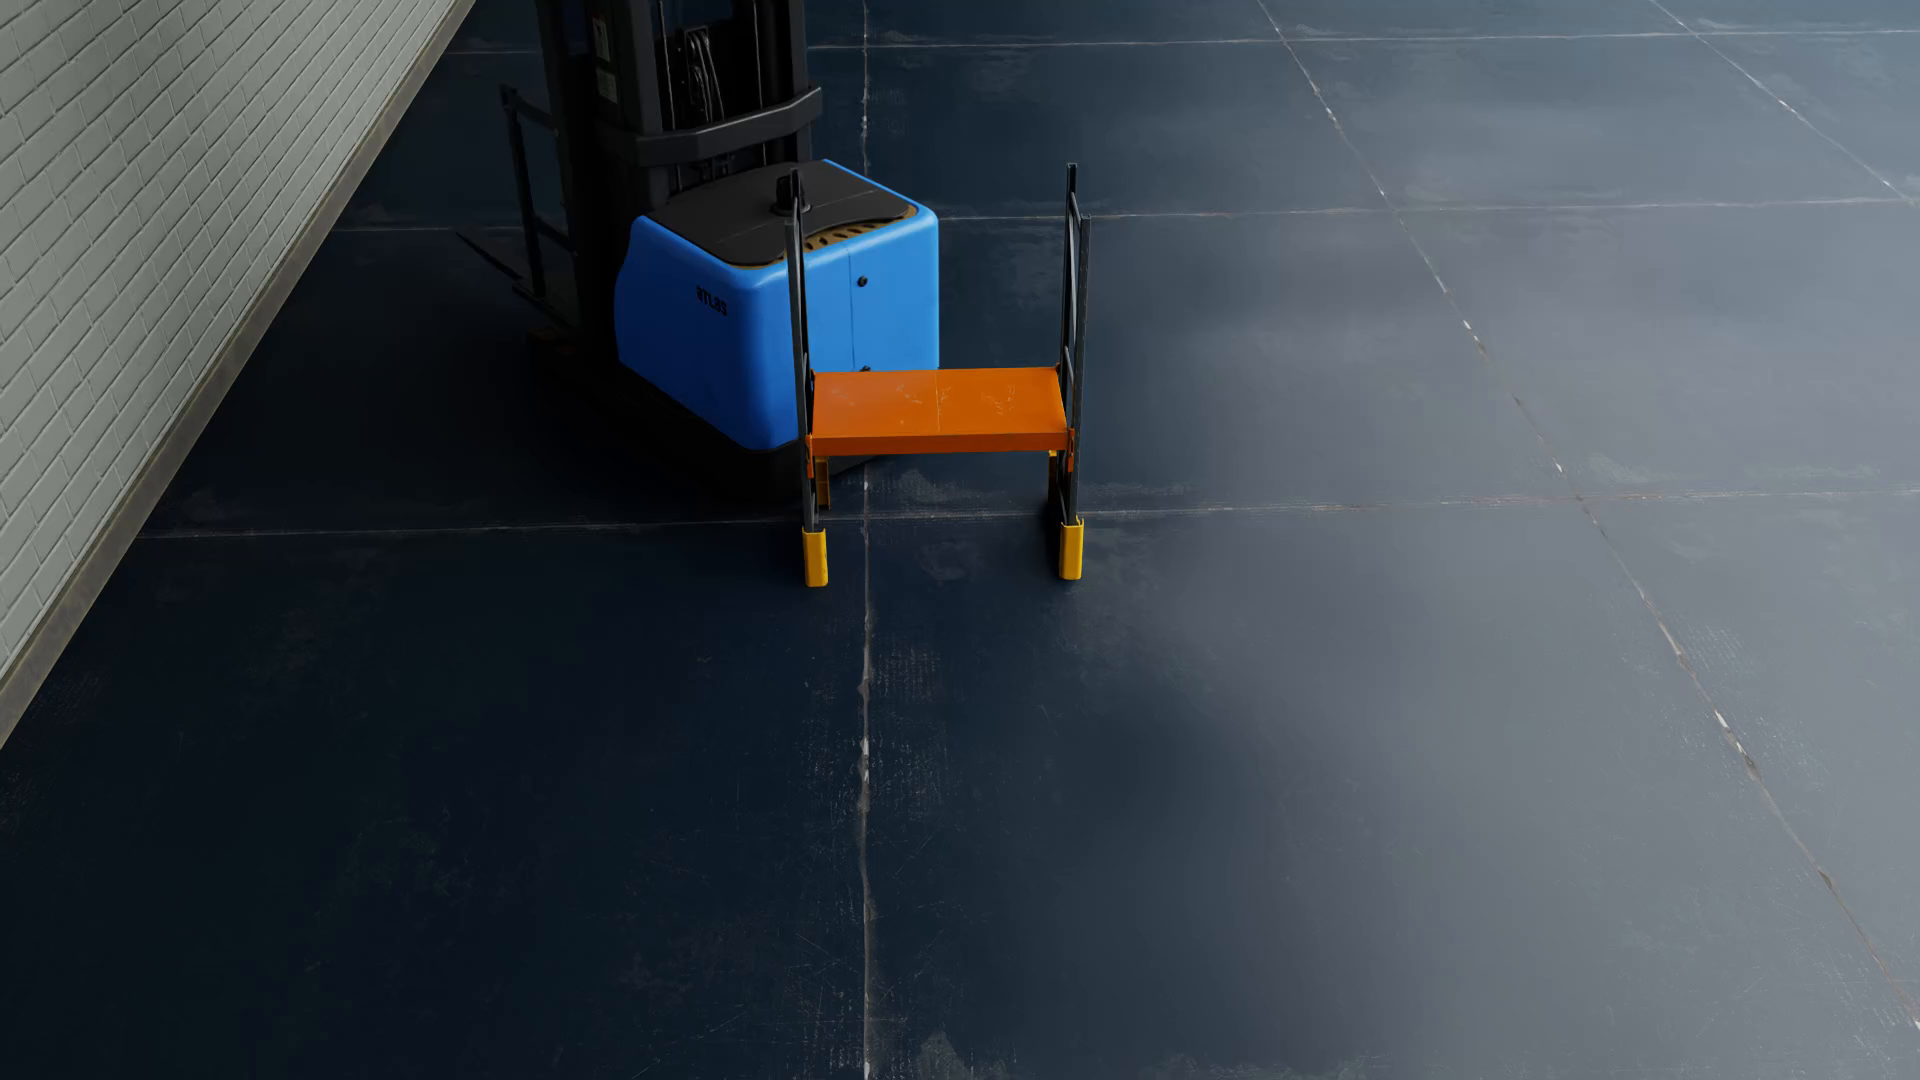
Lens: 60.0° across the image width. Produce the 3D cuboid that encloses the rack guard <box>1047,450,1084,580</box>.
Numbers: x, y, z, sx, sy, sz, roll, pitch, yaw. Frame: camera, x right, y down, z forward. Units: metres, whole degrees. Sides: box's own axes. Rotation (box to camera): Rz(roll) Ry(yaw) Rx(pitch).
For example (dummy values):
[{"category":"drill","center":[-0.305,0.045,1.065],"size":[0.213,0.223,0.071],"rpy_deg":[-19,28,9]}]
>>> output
[{"category":"rack guard","center":[0.421,-0.114,6.695],"size":[0.087,0.250,0.587],"rpy_deg":[-2,35,-2]}]

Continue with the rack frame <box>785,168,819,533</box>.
[{"category":"rack frame","center":[-0.593,-0.601,6.300],"size":[0.032,1.500,0.500],"rpy_deg":[-2,35,-2]}]

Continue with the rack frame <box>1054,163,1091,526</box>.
[{"category":"rack frame","center":[0.423,-0.628,6.340],"size":[0.032,1.500,0.500],"rpy_deg":[-2,35,-2]}]

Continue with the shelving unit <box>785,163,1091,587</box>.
[{"category":"shelving unit","center":[-0.076,-0.615,6.320],"size":[1.083,1.500,0.587],"rpy_deg":[-2,35,-2]}]

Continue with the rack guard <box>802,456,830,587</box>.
[{"category":"rack guard","center":[-0.574,-0.087,6.657],"size":[0.087,0.250,0.587],"rpy_deg":[-2,35,-2]}]

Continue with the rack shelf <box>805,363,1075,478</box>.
[{"category":"rack shelf","center":[-0.085,-0.467,6.422],"size":[1.000,0.185,0.538],"rpy_deg":[-2,35,-2]}]

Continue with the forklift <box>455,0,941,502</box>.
[{"category":"forklift","center":[-1.413,-2.125,7.246],"size":[1.130,2.935,3.031],"rpy_deg":[-26,42,-32]}]
